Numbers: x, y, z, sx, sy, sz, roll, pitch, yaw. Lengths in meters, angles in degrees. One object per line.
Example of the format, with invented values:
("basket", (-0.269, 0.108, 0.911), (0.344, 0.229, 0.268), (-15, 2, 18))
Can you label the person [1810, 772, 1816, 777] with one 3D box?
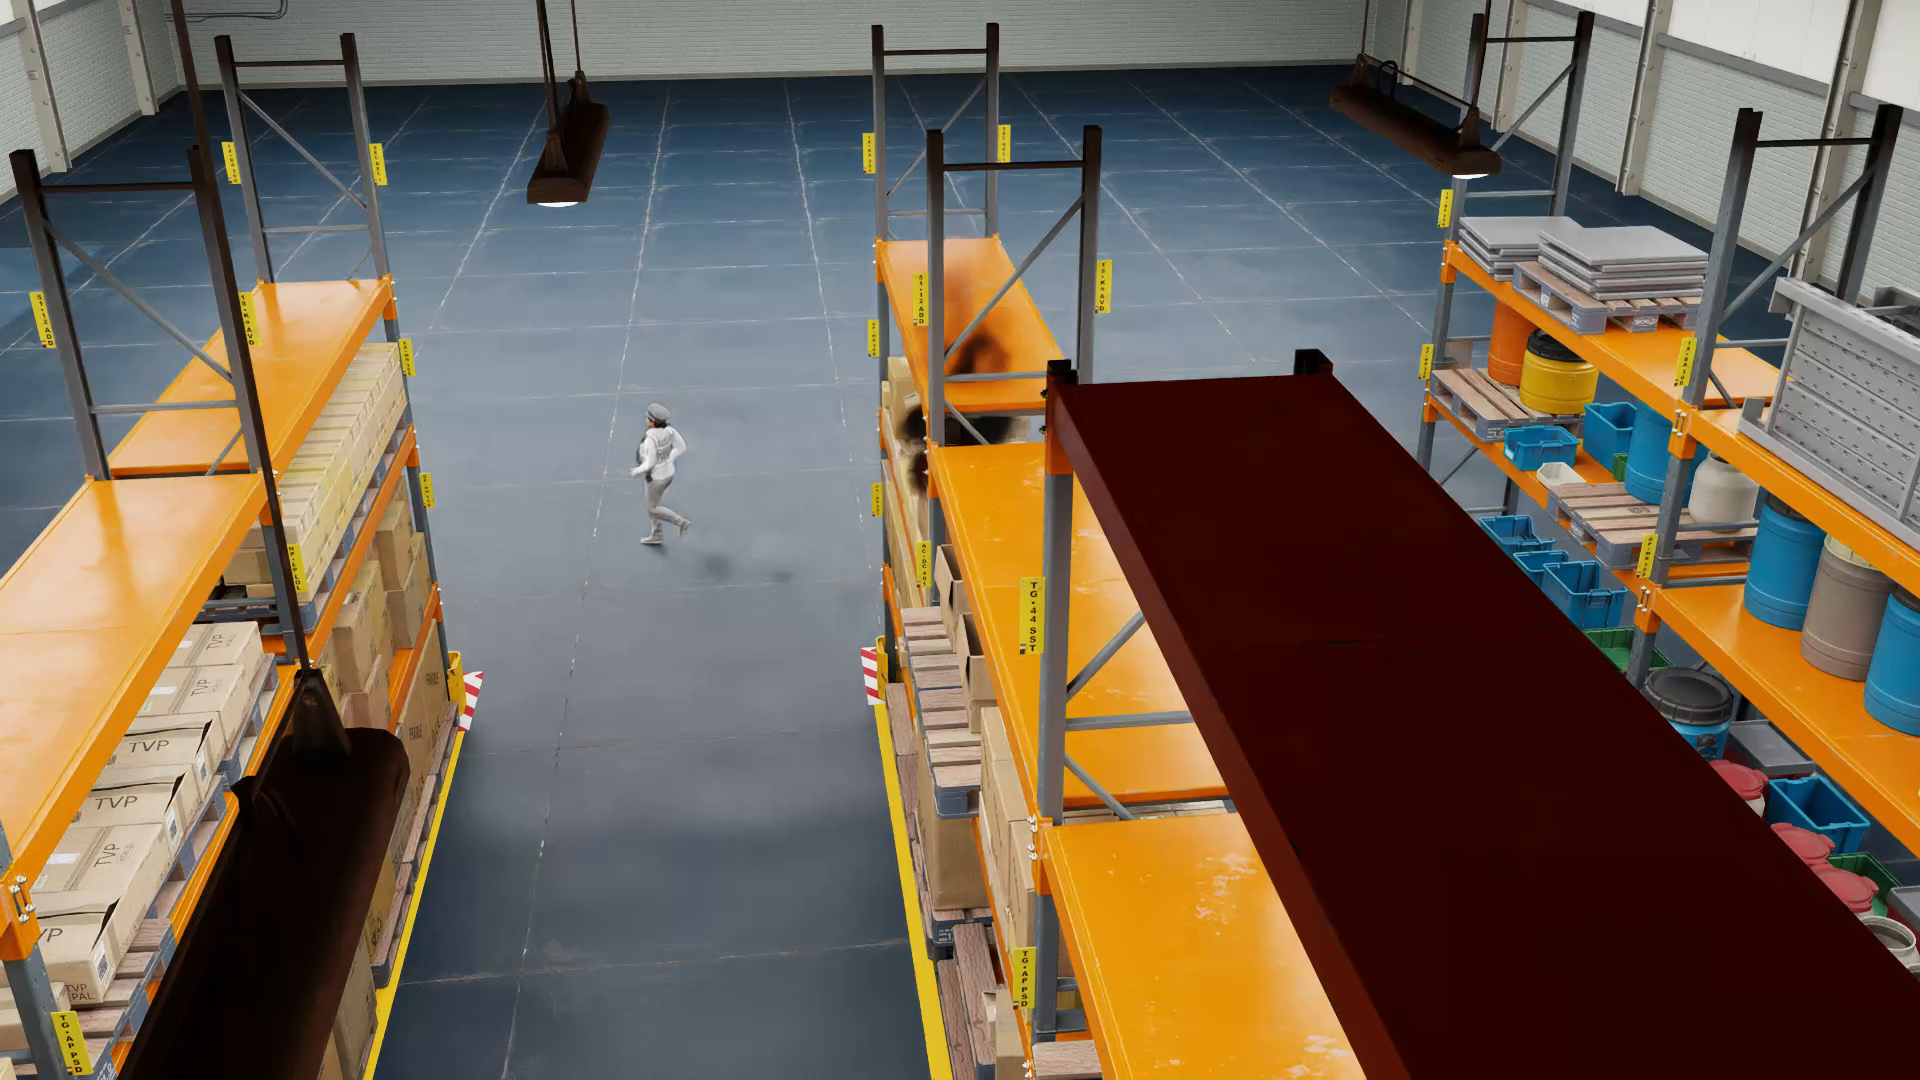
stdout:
("person", (7.025, 1.410, 13.630), (0.574, 1.649, 0.566), (-6, 26, -12))

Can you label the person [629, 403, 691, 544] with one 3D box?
("person", (-3.225, -0.680, 18.040), (0.687, 1.672, 0.618), (11, 28, 22))
